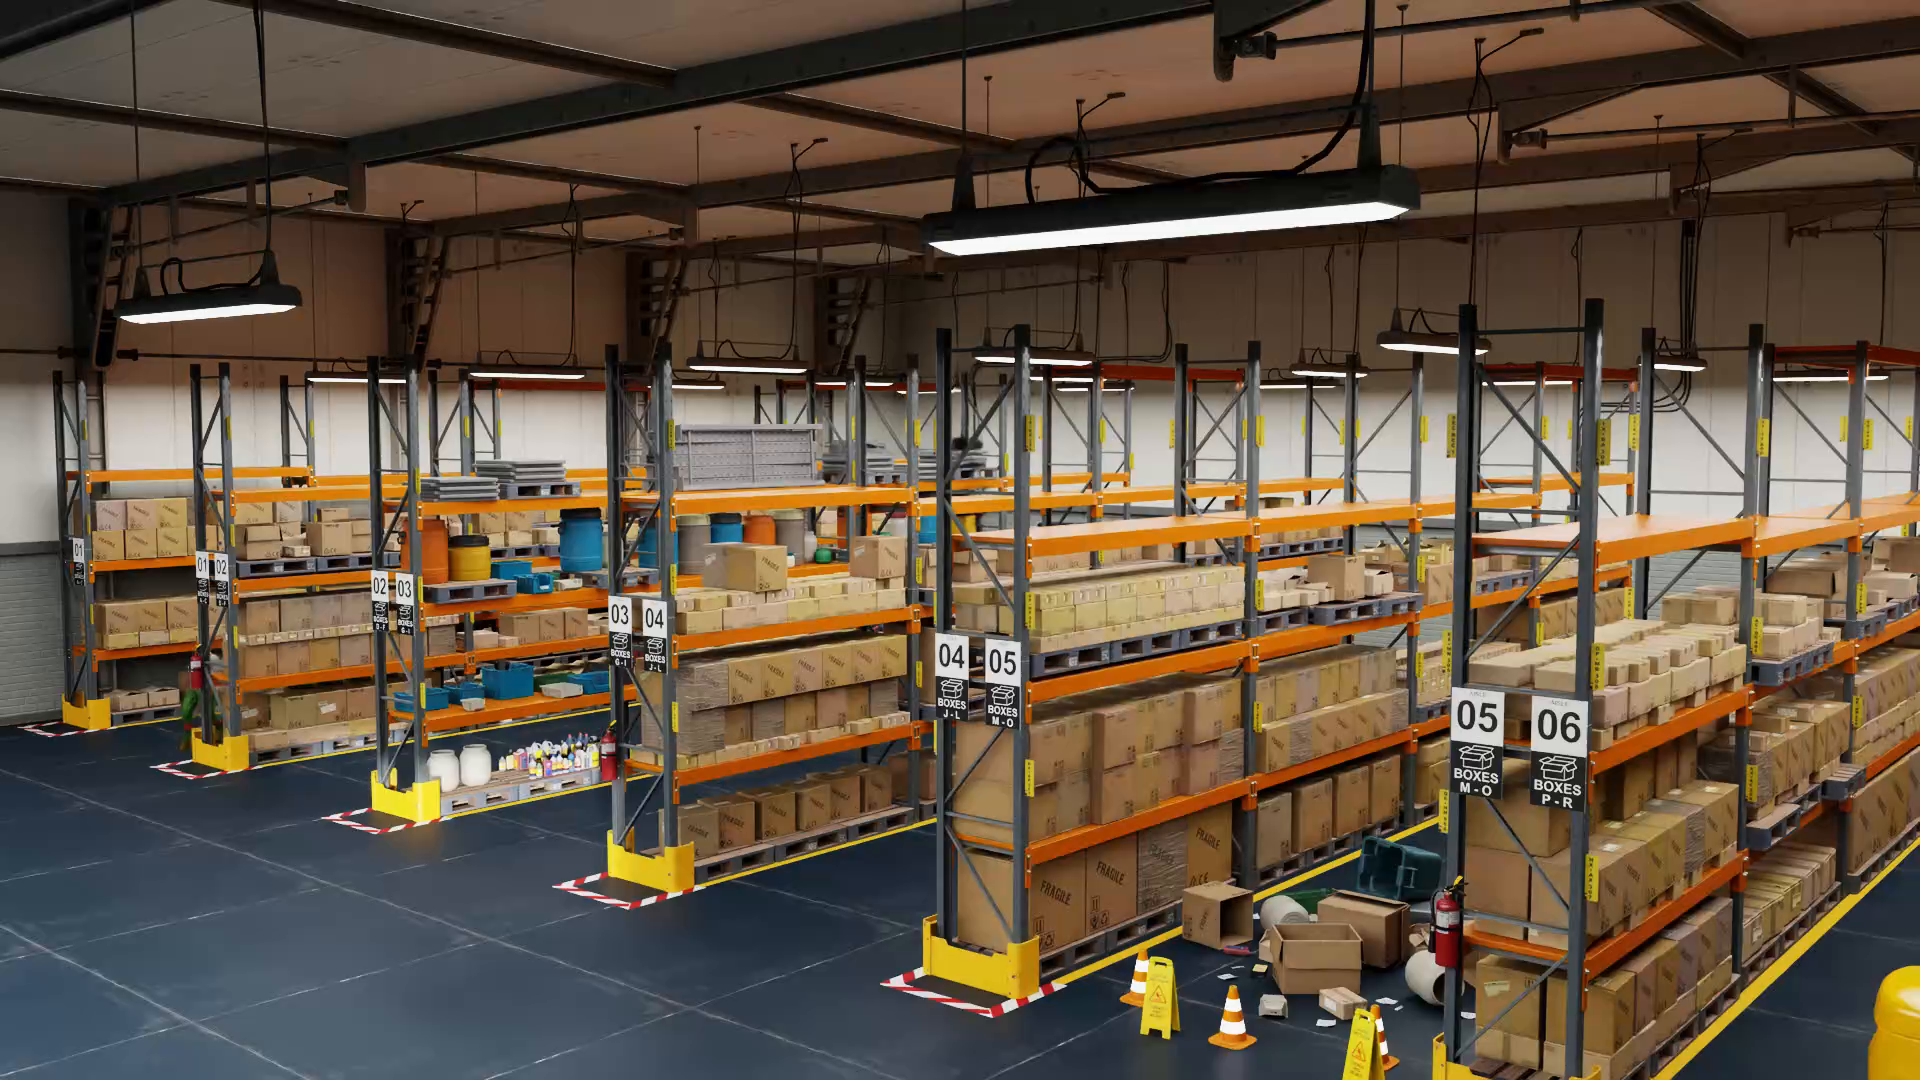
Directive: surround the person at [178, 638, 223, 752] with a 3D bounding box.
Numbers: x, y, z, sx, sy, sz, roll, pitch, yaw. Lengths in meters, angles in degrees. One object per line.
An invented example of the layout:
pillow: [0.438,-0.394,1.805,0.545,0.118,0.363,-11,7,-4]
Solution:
person: [-11.902,2.402,26.233,0.675,1.834,0.840,1,4,19]
